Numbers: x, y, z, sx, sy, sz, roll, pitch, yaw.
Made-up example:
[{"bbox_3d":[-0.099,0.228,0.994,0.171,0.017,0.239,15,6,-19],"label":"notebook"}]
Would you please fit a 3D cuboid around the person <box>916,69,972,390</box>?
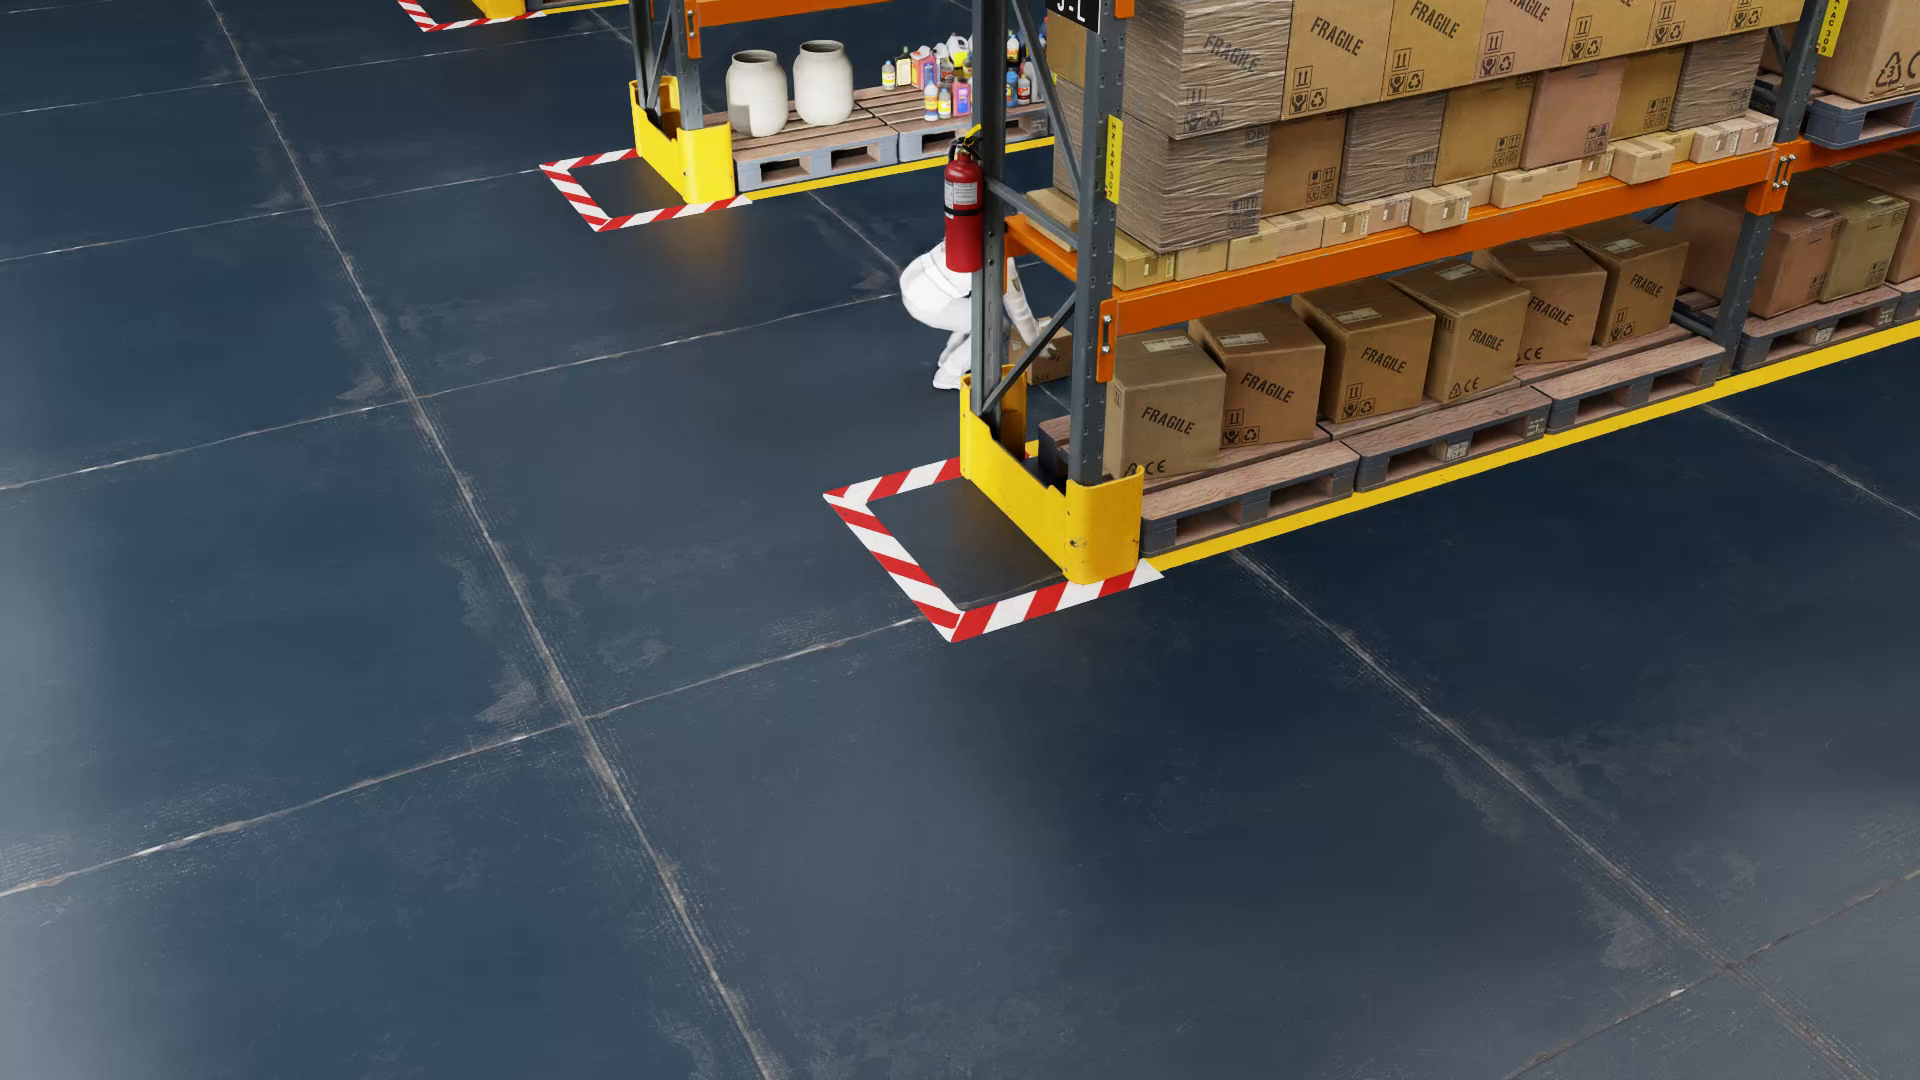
[{"bbox_3d":[0.051,-1.589,8.571,0.545,1.666,0.413,-4,33,-6],"label":"person"}]
